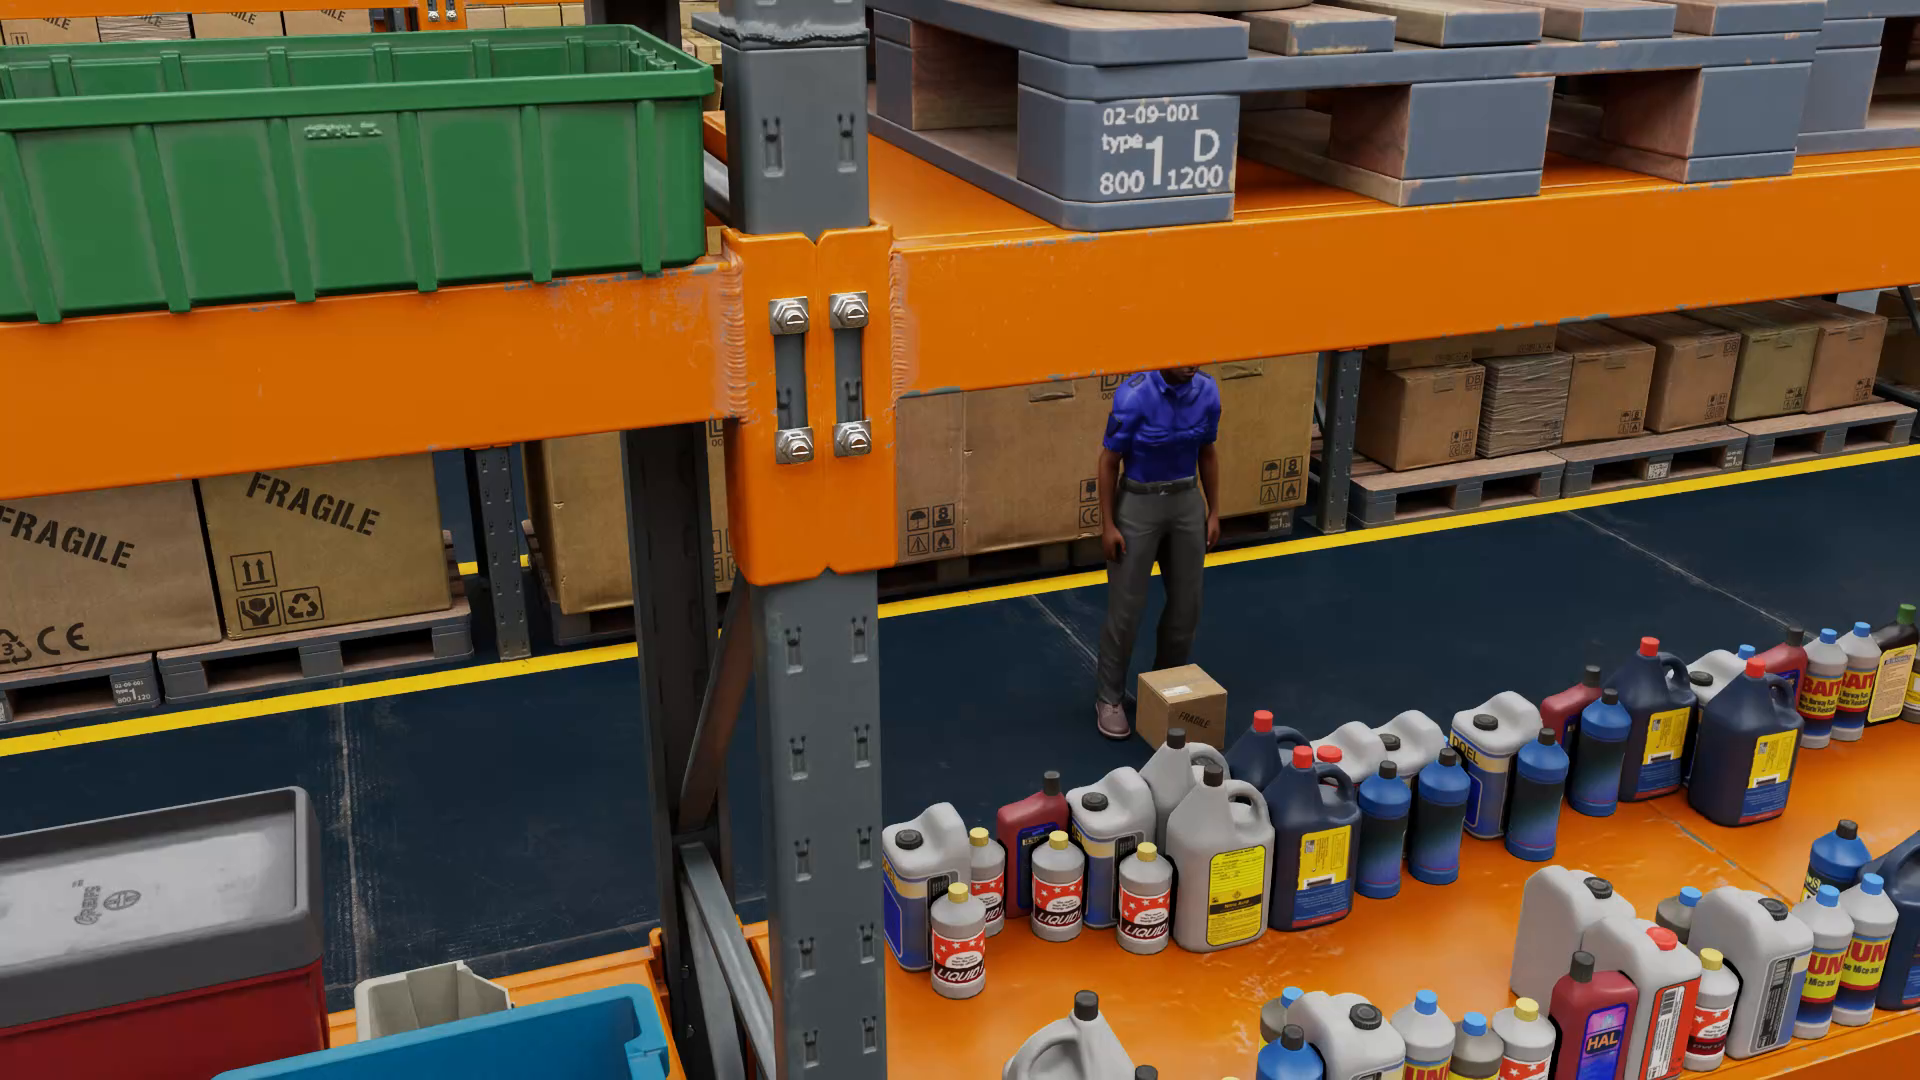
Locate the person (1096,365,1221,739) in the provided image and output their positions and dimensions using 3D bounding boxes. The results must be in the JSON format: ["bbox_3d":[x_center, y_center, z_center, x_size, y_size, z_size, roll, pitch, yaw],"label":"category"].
[{"bbox_3d":[0.751,-0.075,6.280,0.504,1.654,0.349,-8,24,-18],"label":"person"}]
